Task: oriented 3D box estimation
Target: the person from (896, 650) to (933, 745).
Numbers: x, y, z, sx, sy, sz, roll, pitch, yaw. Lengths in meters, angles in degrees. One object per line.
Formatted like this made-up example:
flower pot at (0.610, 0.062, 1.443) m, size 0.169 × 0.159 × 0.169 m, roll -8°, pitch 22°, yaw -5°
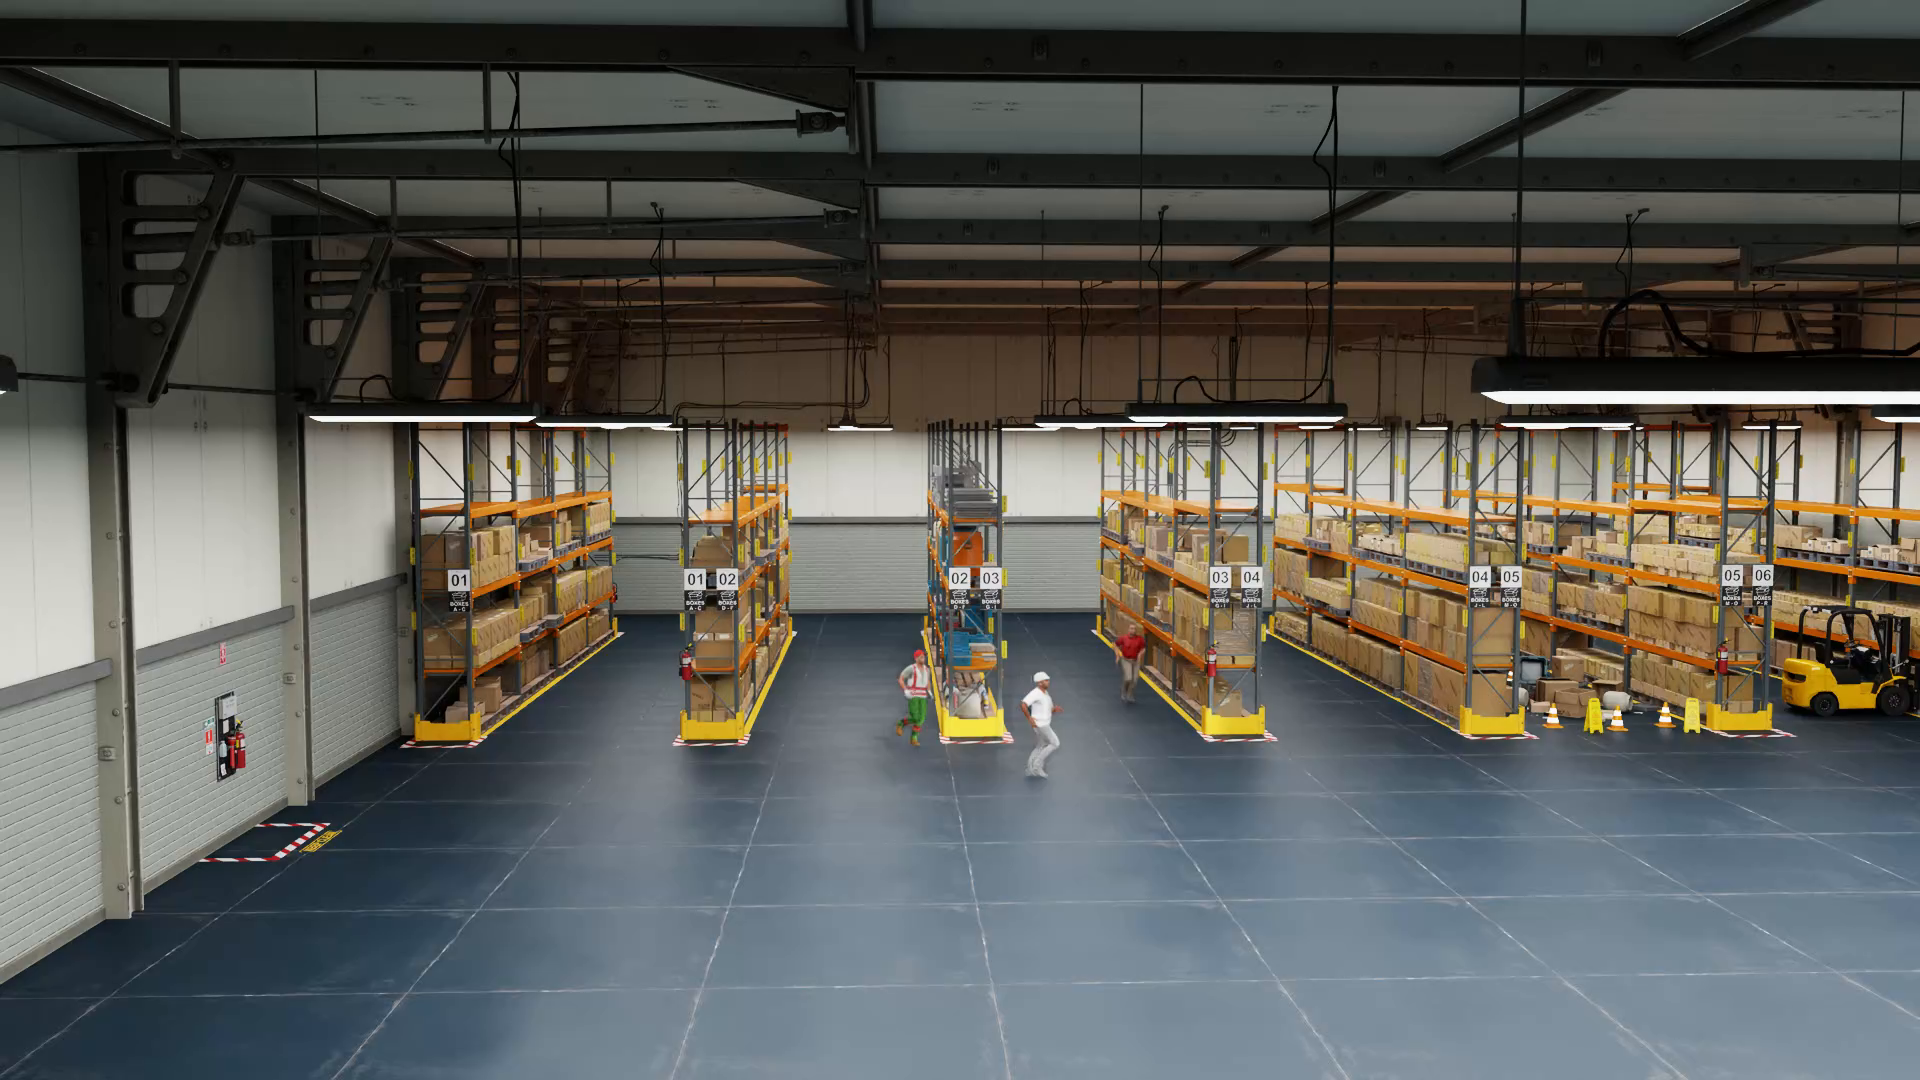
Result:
person at (-0.782, 2.894, 30.748) m, size 0.703 × 1.714 × 0.686 m, roll -3°, pitch 5°, yaw -38°

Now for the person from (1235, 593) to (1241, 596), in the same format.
person at (7.726, 1.894, 47.258) m, size 0.655 × 1.661 × 0.634 m, roll 2°, pitch 4°, yaw 24°

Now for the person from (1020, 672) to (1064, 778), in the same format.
person at (1.386, 3.068, 27.628) m, size 0.660 × 1.741 × 0.692 m, roll 1°, pitch 4°, yaw 13°

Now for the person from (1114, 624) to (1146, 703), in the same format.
person at (3.627, 2.613, 35.215) m, size 0.638 × 1.688 × 0.741 m, roll -1°, pitch 4°, yaw -9°
